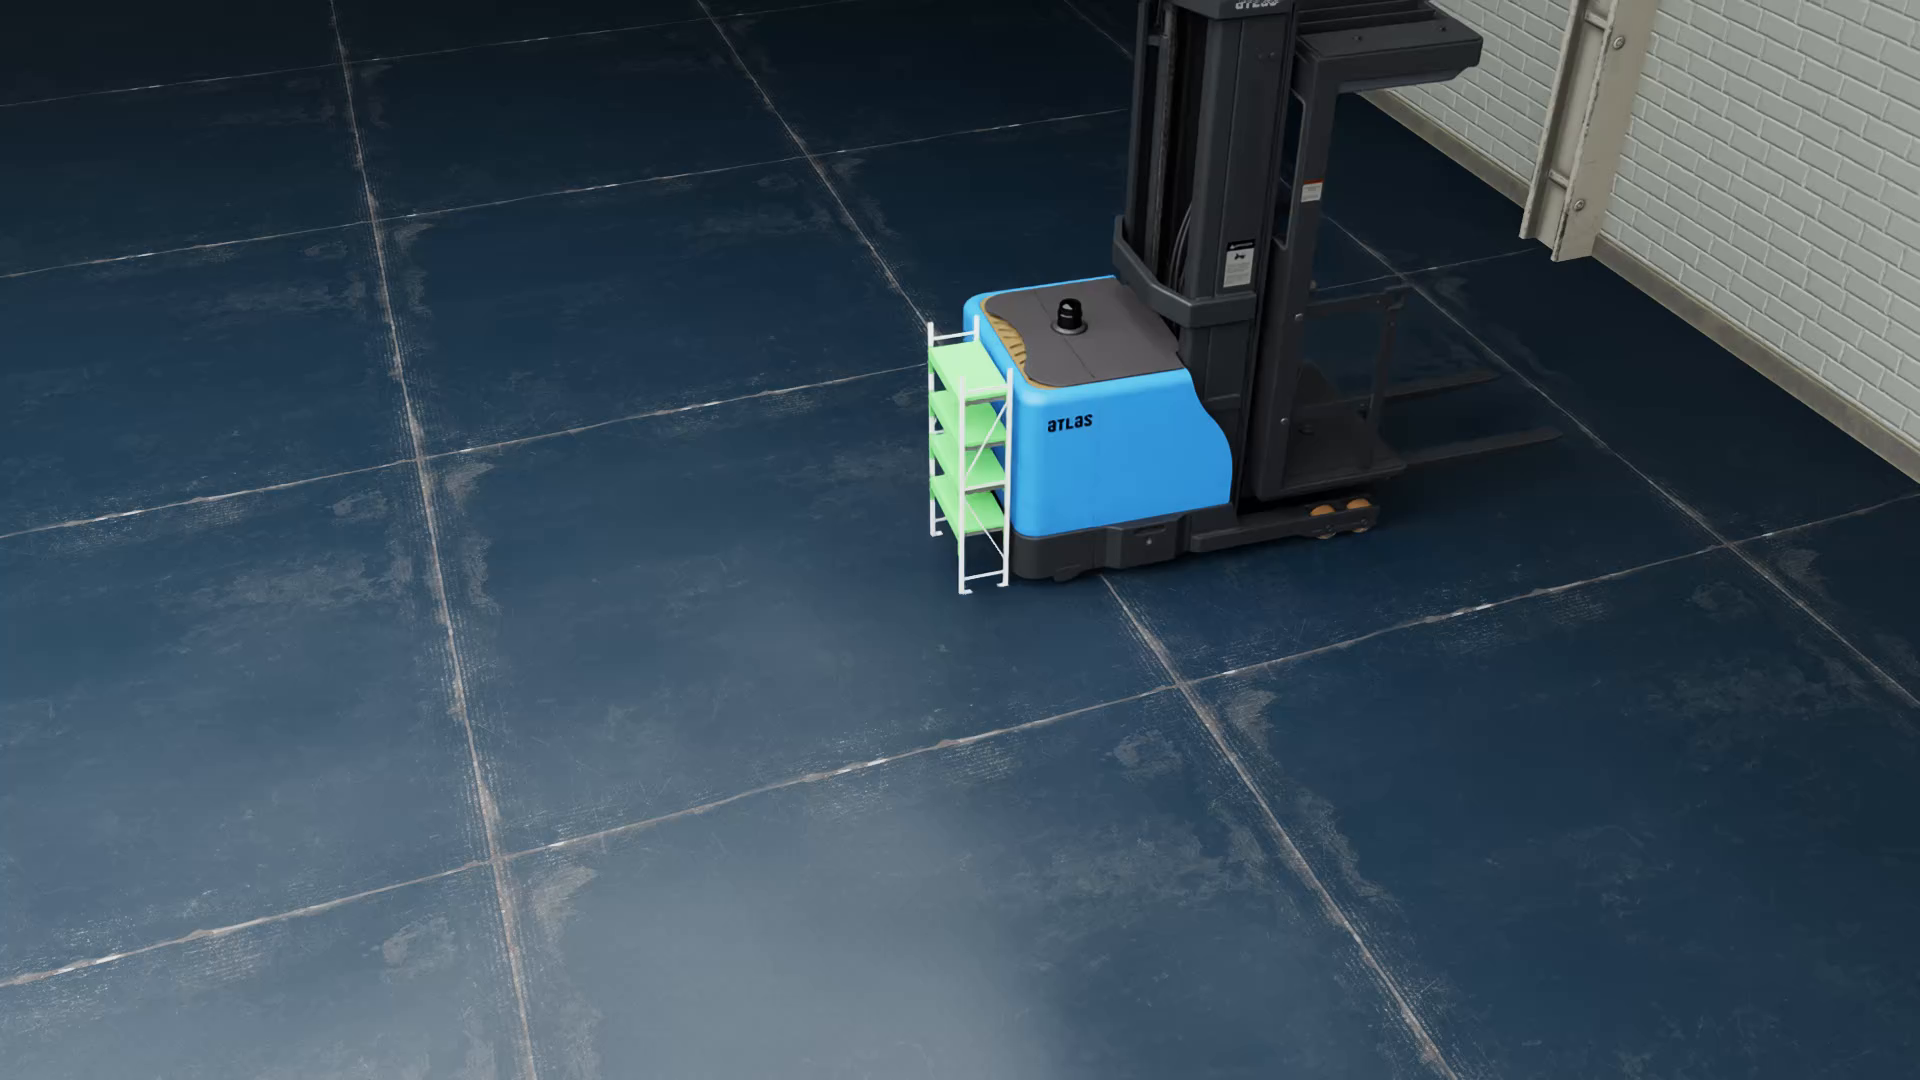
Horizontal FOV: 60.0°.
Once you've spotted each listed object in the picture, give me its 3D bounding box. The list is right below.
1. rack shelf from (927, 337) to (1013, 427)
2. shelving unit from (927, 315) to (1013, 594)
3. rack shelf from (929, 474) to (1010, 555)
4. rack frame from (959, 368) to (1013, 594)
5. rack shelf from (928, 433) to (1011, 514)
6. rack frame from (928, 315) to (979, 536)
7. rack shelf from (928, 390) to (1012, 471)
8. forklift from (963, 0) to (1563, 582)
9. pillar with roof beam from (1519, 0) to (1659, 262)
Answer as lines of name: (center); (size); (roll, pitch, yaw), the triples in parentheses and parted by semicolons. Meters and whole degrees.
rack shelf: (0.043, -0.718, 7.515); (0.258, 0.148, 0.480); (-10, 38, -14)
shelving unit: (0.043, -0.386, 7.765); (0.258, 1.200, 0.503); (-10, 38, -14)
rack shelf: (0.042, -0.143, 7.948); (0.258, 0.148, 0.480); (-10, 38, -14)
rack frame: (0.114, -0.246, 7.579); (0.240, 1.200, 0.015); (-10, 38, -14)
rack shelf: (0.042, -0.335, 7.803); (0.258, 0.148, 0.480); (-10, 38, -14)
rack frame: (-0.029, -0.526, 7.951); (0.240, 1.200, 0.015); (-10, 38, -14)
rack shelf: (0.043, -0.527, 7.659); (0.258, 0.148, 0.480); (-10, 38, -14)
forklift: (1.579, -1.471, 7.767); (3.031, 2.935, 1.130); (-10, 38, -13)
pillar with roof beam: (-0.171, -4.618, 6.902); (9.100, 9.000, 0.400); (-12, 39, -16)
